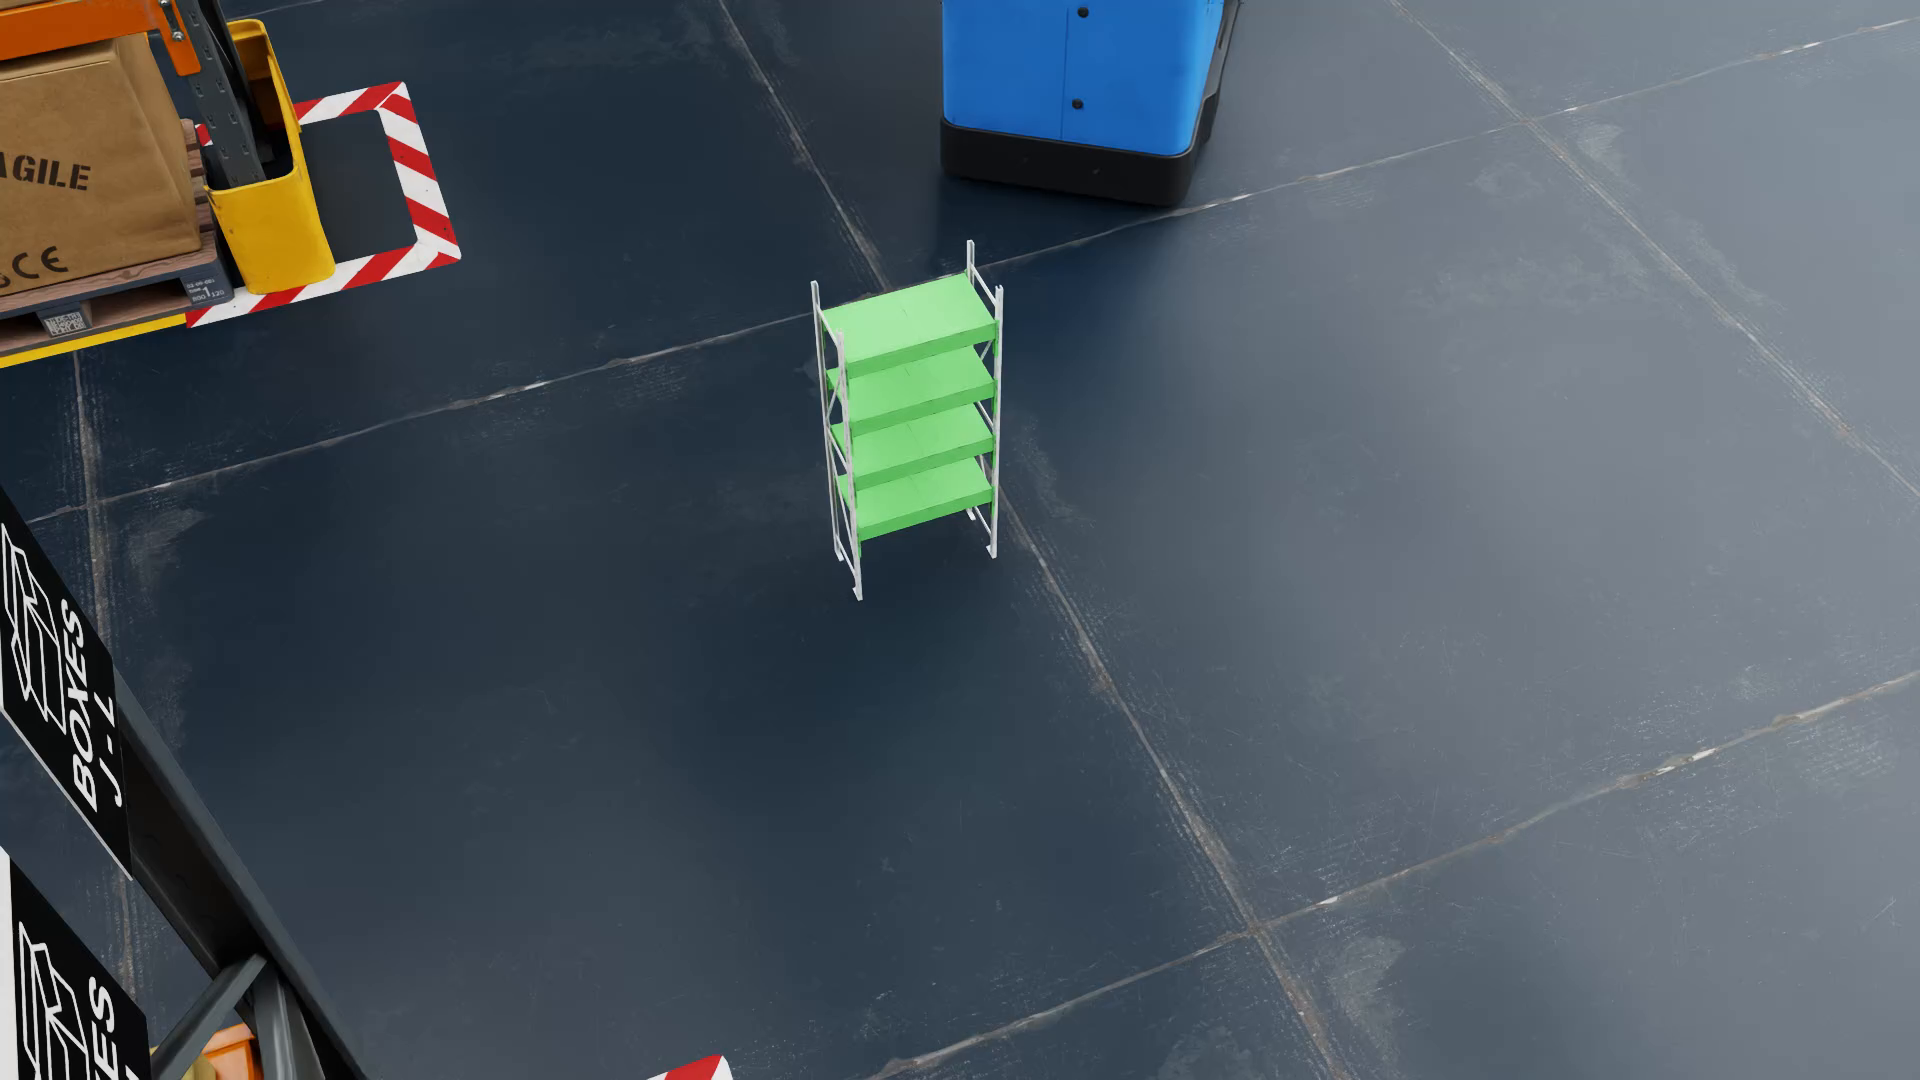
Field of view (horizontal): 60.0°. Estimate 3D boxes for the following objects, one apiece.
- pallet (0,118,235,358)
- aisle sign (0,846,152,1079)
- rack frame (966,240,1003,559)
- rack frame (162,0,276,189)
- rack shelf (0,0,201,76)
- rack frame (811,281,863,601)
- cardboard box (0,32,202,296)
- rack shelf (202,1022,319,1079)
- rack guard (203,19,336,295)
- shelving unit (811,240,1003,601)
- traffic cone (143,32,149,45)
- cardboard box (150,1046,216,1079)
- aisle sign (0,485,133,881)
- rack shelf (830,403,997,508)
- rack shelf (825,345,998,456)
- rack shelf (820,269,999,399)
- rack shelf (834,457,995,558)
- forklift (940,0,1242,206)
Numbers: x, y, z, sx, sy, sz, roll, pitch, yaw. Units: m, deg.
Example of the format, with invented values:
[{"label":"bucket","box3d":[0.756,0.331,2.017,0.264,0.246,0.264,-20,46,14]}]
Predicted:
[{"label":"pallet","box3d":[-3.603,-1.190,6.633,1.213,0.211,1.003,-17,52,-14]},{"label":"aisle sign","box3d":[-0.940,0.476,1.651,0.004,0.787,0.394,-17,52,-14]},{"label":"rack frame","box3d":[0.073,-0.413,5.314,0.015,1.200,0.240,-17,52,-14]},{"label":"rack frame","box3d":[-2.892,-2.383,5.819,0.127,3.000,1.000,-17,52,-14]},{"label":"rack shelf","box3d":[-4.744,-1.575,5.599,4.000,0.370,1.077,-17,52,-14]},{"label":"rack frame","box3d":[-0.379,-0.273,5.194,0.015,1.200,0.240,-17,52,-14]},{"label":"cardboard box","box3d":[-3.495,-1.587,6.259,0.875,0.875,0.875,-17,51,-14]},{"label":"rack shelf","box3d":[-2.962,1.938,2.583,4.000,0.370,1.077,-17,52,-14]},{"label":"rack guard","box3d":[-2.870,-1.575,6.773,0.348,0.500,1.175,-17,52,-14]},{"label":"shelving unit","box3d":[-0.153,-0.343,5.254,0.503,1.200,0.258,-17,52,-14]},{"label":"traffic cone","box3d":[-3.921,-2.401,7.507,0.334,0.463,0.336,-17,52,-14]},{"label":"cardboard box","box3d":[-1.464,1.126,2.972,0.250,0.149,0.380,-17,52,-14]},{"label":"aisle sign","box3d":[-1.166,0.054,2.013,0.004,0.787,0.394,-17,52,-14]},{"label":"rack shelf","box3d":[-0.153,-0.302,5.303,0.480,0.148,0.258,-17,52,-14]},{"label":"rack shelf","box3d":[-0.153,-0.458,5.120,0.480,0.148,0.258,-17,52,-14]},{"label":"rack shelf","box3d":[-0.153,-0.615,4.938,0.480,0.148,0.258,-17,52,-14]},{"label":"rack shelf","box3d":[-0.153,-0.145,5.485,0.480,0.148,0.258,-17,52,-14]},{"label":"forklift","box3d":[0.759,-3.474,6.801,1.130,2.935,3.031,10,50,9]}]
